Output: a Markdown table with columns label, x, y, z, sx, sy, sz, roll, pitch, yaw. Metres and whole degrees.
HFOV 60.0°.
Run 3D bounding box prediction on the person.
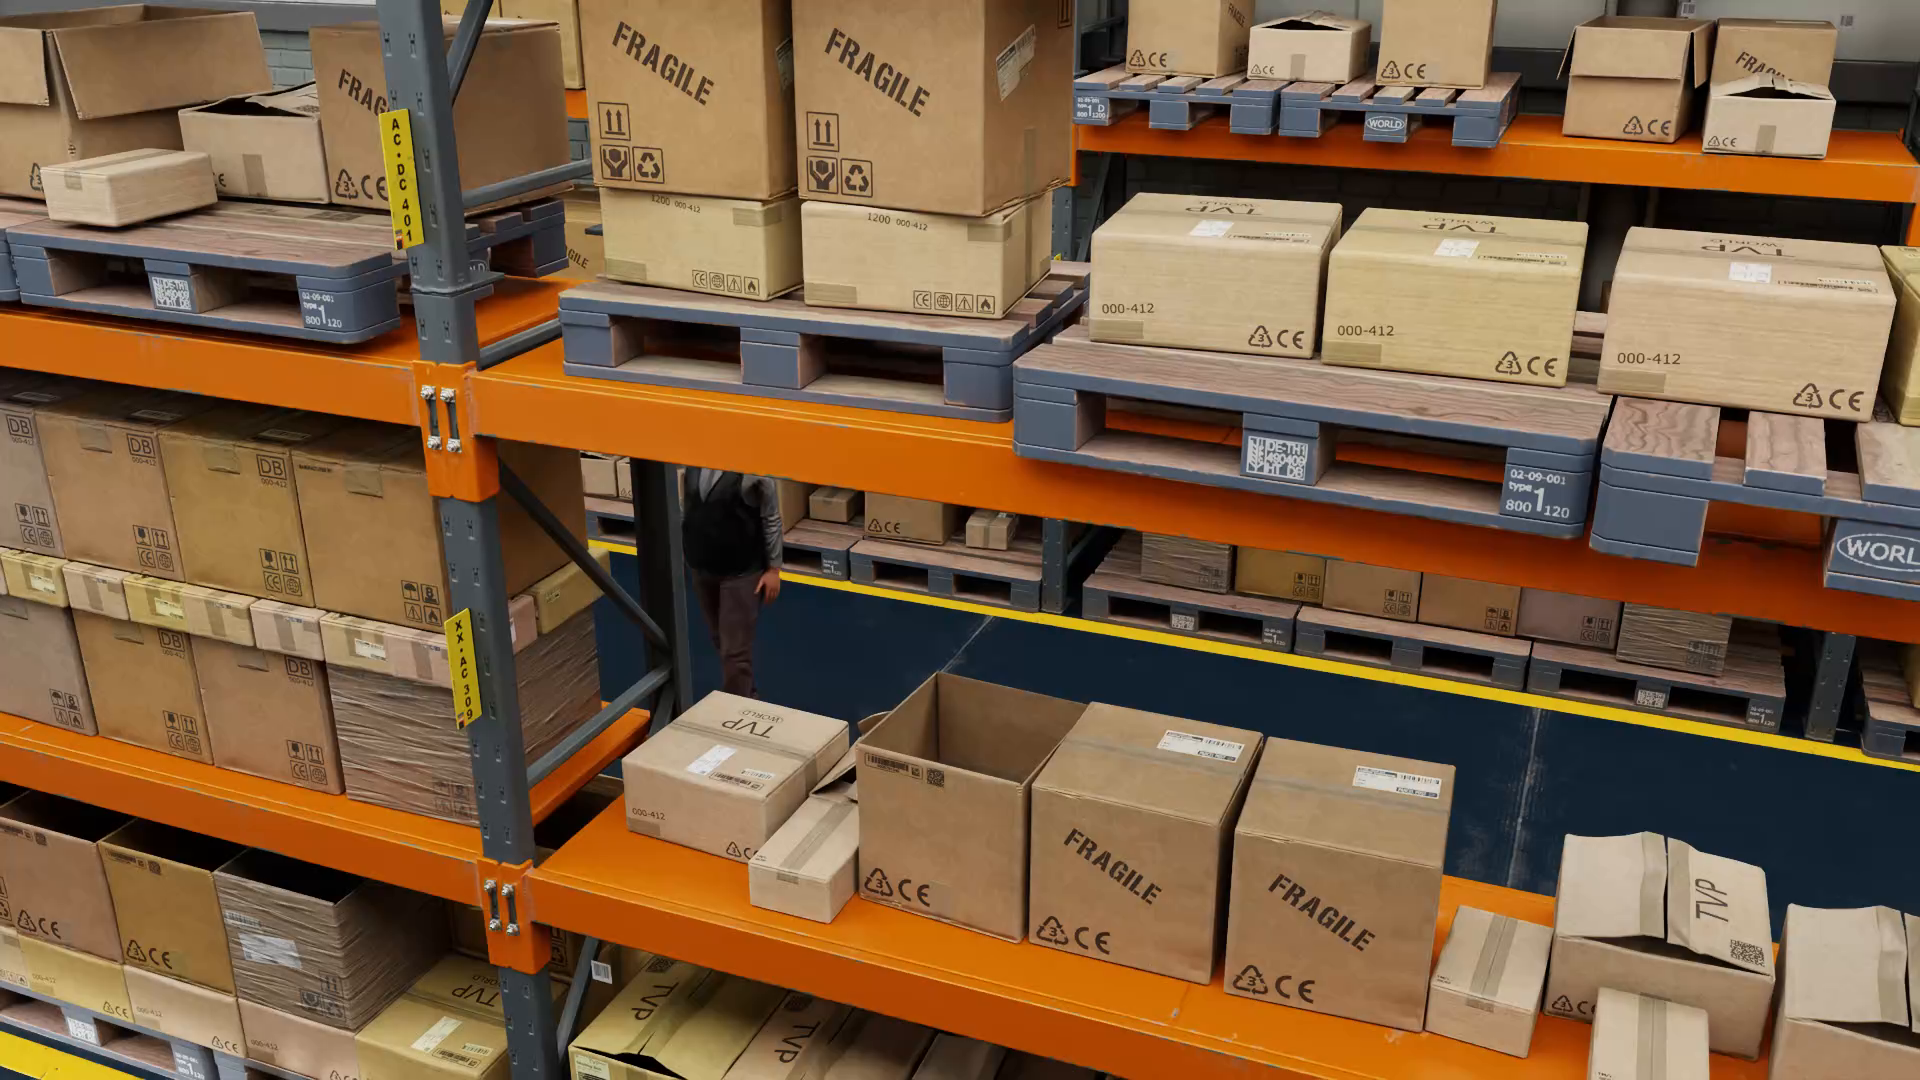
| label | x | y | z | sx | sy | sz | roll | pitch | yaw |
| --- | --- | --- | --- | --- | --- | --- | --- | --- | --- |
| person | -1.163 | 0.142 | 7.965 | 0.604 | 1.732 | 0.464 | 12 | 25 | 28 |
